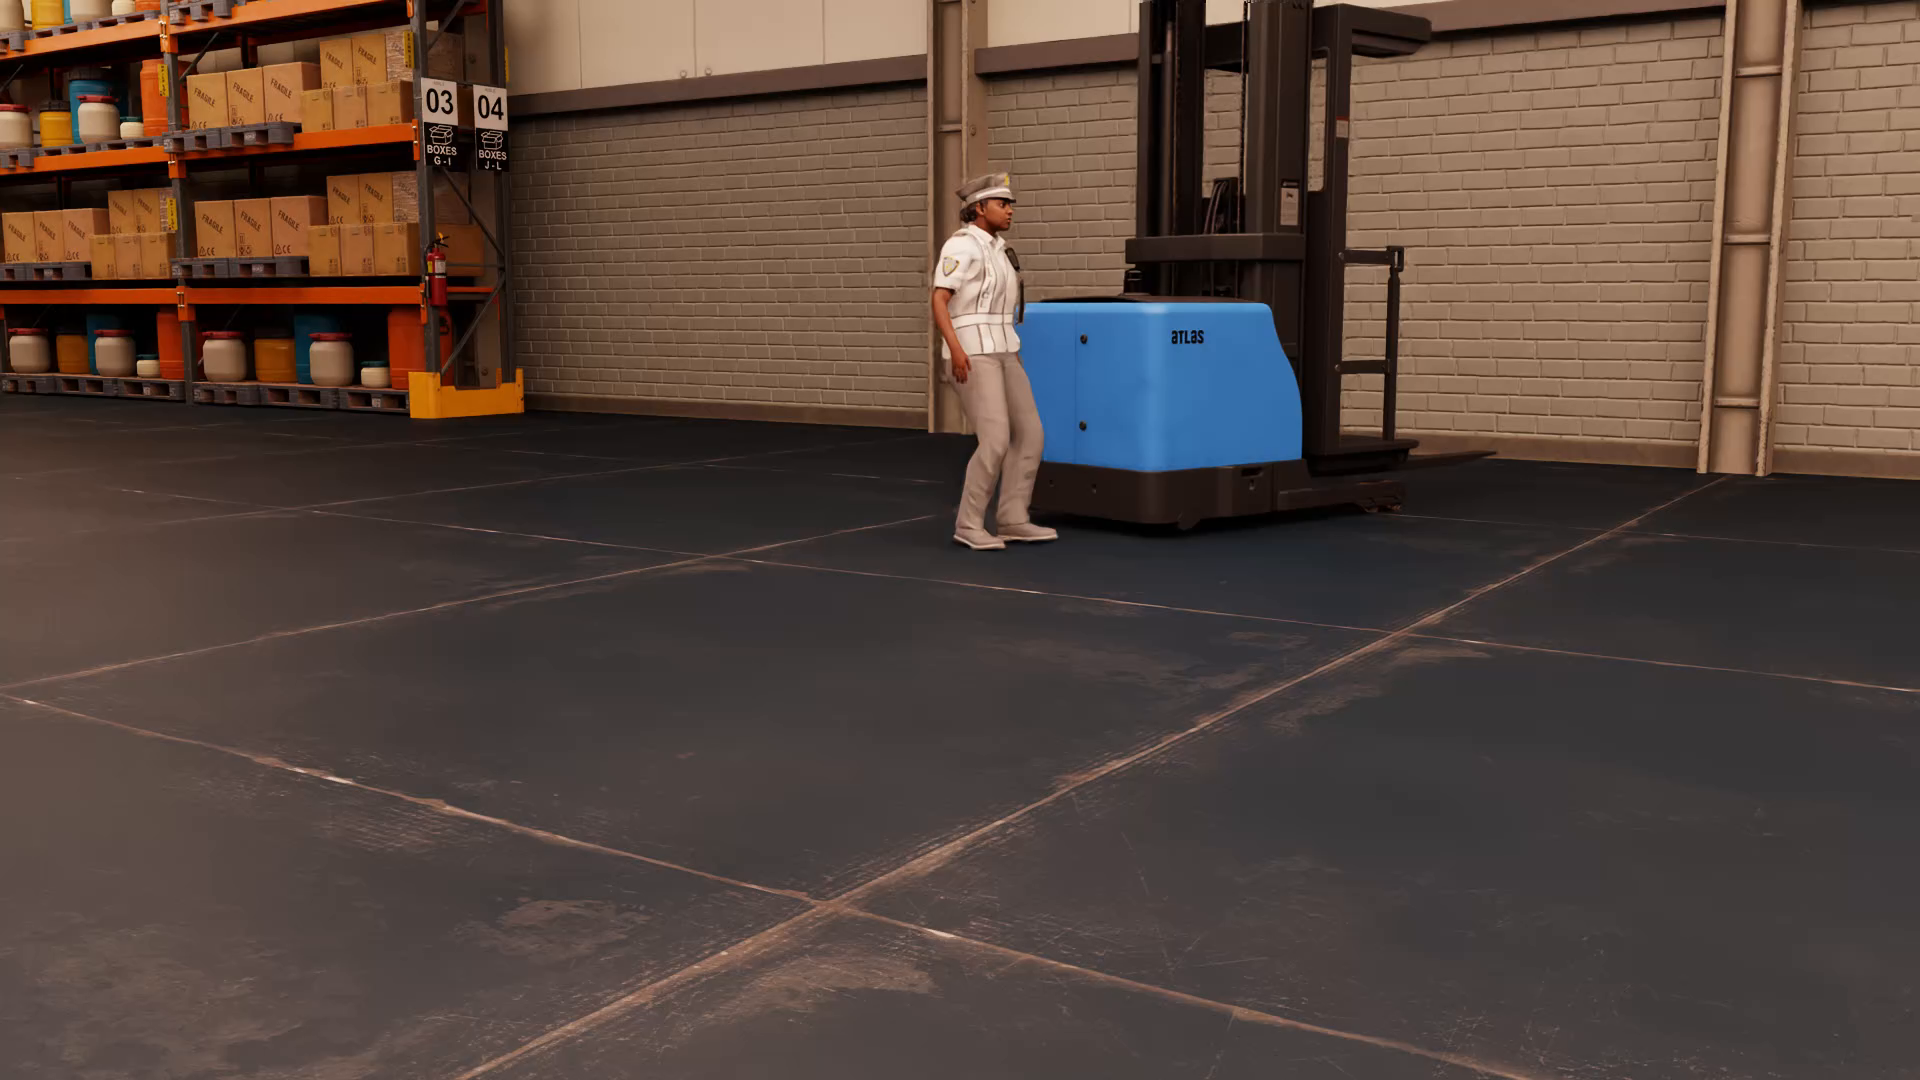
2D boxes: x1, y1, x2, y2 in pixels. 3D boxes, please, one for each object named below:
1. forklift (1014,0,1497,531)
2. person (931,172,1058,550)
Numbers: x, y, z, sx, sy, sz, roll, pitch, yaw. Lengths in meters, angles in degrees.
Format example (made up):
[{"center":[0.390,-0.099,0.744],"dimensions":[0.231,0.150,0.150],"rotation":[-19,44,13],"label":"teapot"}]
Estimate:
[{"center":[1.712,-1.638,8.709],"dimensions":[3.031,2.935,1.130],"rotation":[-7,10,-39],"label":"forklift"},{"center":[0.176,-0.800,7.419],"dimensions":[0.521,1.657,0.672],"rotation":[4,9,29],"label":"person"}]
